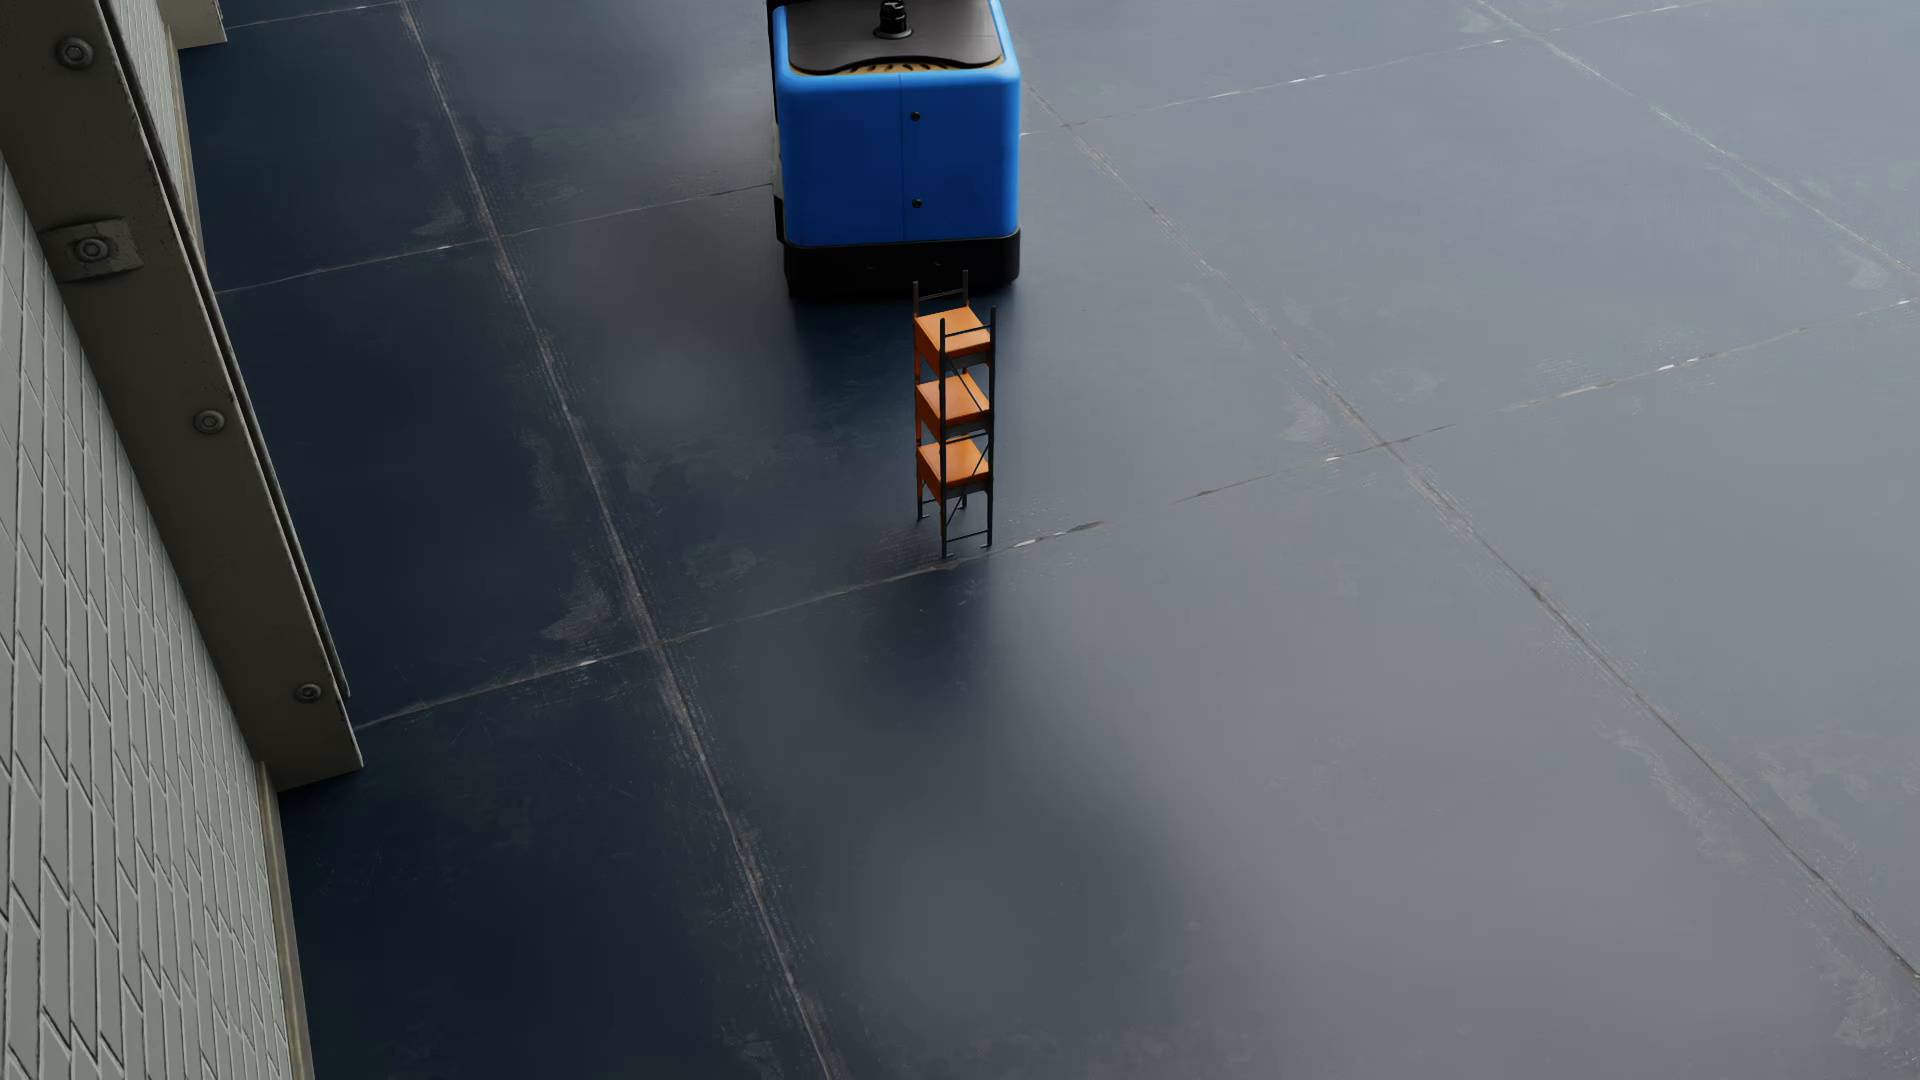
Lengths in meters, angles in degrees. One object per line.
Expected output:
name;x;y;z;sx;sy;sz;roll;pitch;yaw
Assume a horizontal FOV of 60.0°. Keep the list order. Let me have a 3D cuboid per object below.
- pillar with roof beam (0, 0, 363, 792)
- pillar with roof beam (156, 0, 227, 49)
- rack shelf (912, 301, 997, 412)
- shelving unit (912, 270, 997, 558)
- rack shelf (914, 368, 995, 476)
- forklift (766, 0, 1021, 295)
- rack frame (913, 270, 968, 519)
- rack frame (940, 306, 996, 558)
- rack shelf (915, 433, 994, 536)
pillar with roof beam;1.825;-3.829;3.800;9.100;9.000;0.400;-15;43;-17
pillar with roof beam;-0.471;-7.443;8.004;9.100;9.000;0.400;-15;43;-17
rack shelf;-0.020;-0.637;5.767;0.215;0.259;0.240;-15;43;-17
shelving unit;-0.020;-0.430;5.945;0.215;1.050;0.252;-15;43;-17
rack shelf;-0.020;-0.422;5.952;0.215;0.259;0.240;-15;43;-17
forklift;-0.399;-3.158;7.674;1.130;2.935;3.031;-4;41;-5
rack frame;-0.067;-0.504;6.031;0.200;1.050;0.008;-15;43;-17
rack frame;0.026;-0.357;5.860;0.200;1.050;0.008;-15;43;-17
rack shelf;-0.020;-0.212;6.133;0.215;0.259;0.240;-15;43;-17
